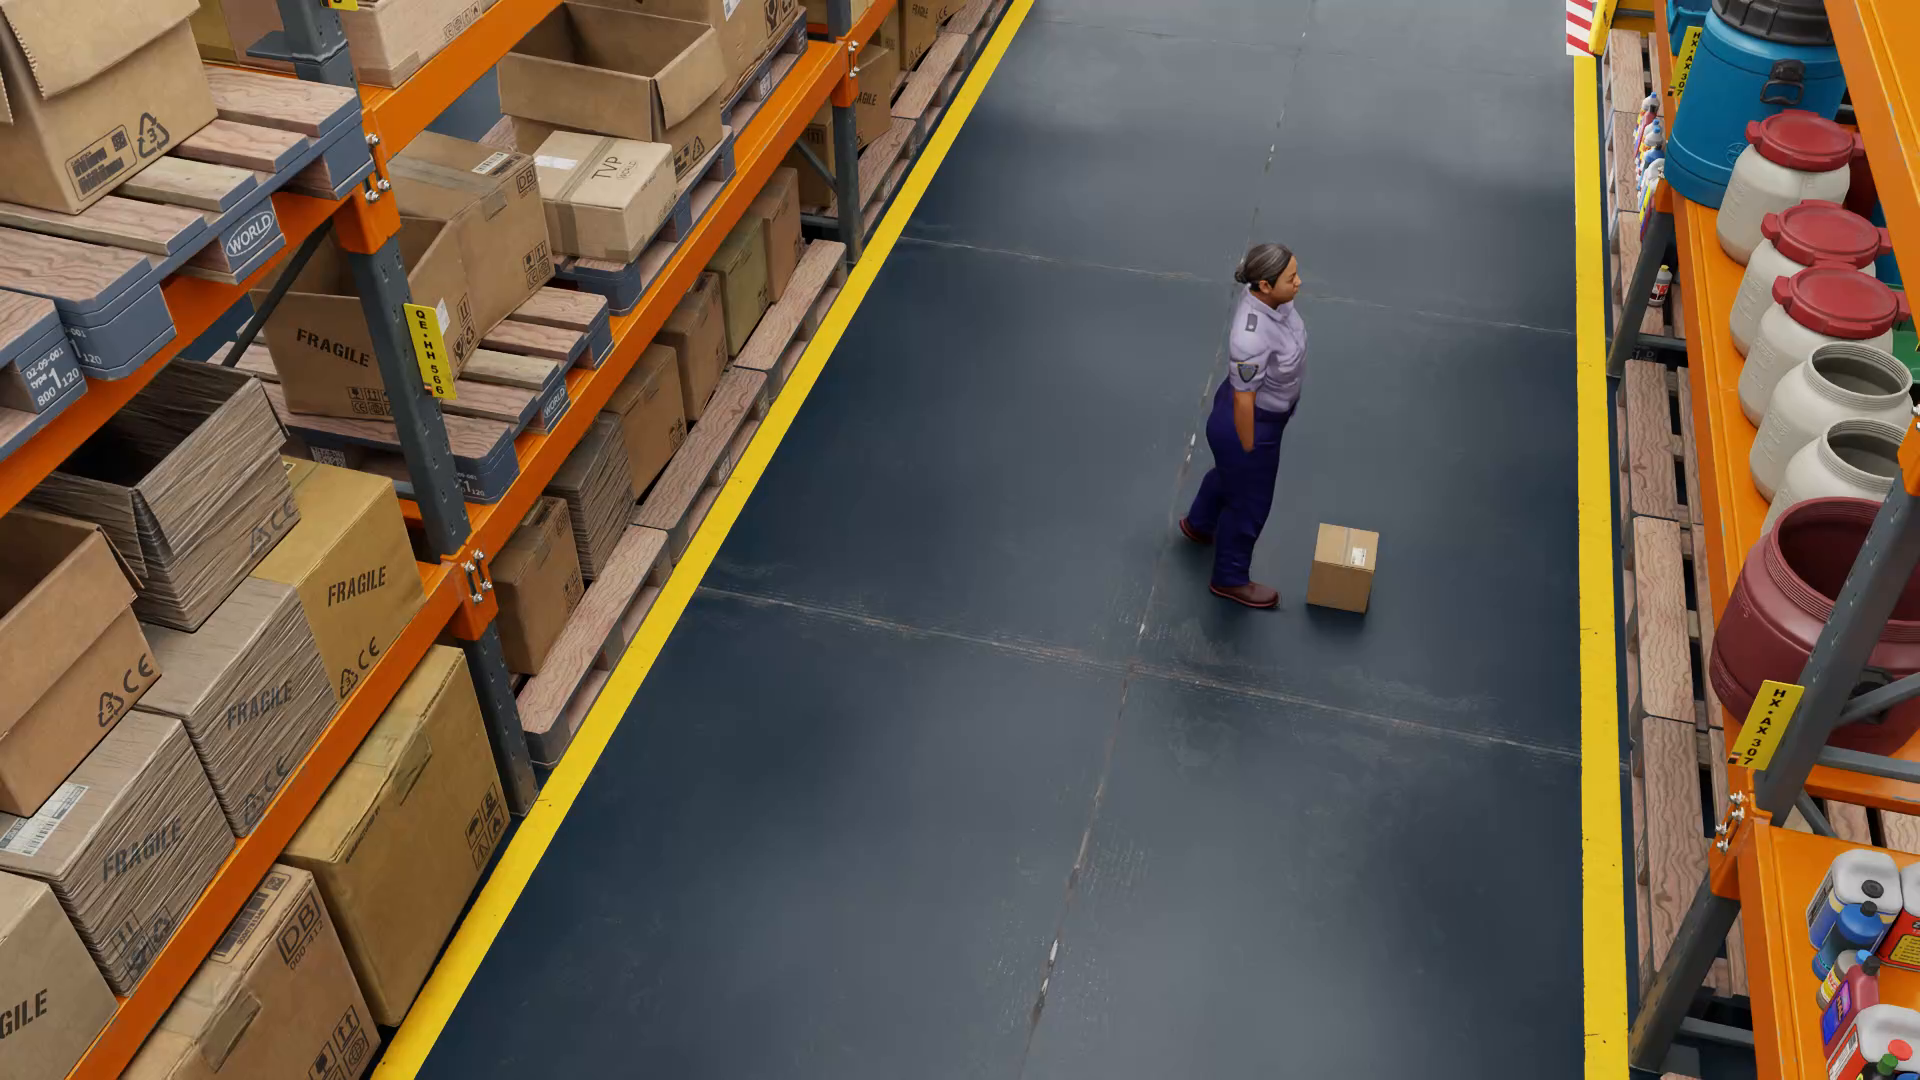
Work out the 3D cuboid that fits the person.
[{"bbox_3d":[1.173,-0.460,6.747,0.369,1.712,0.463,11,42,12],"label":"person"}]
